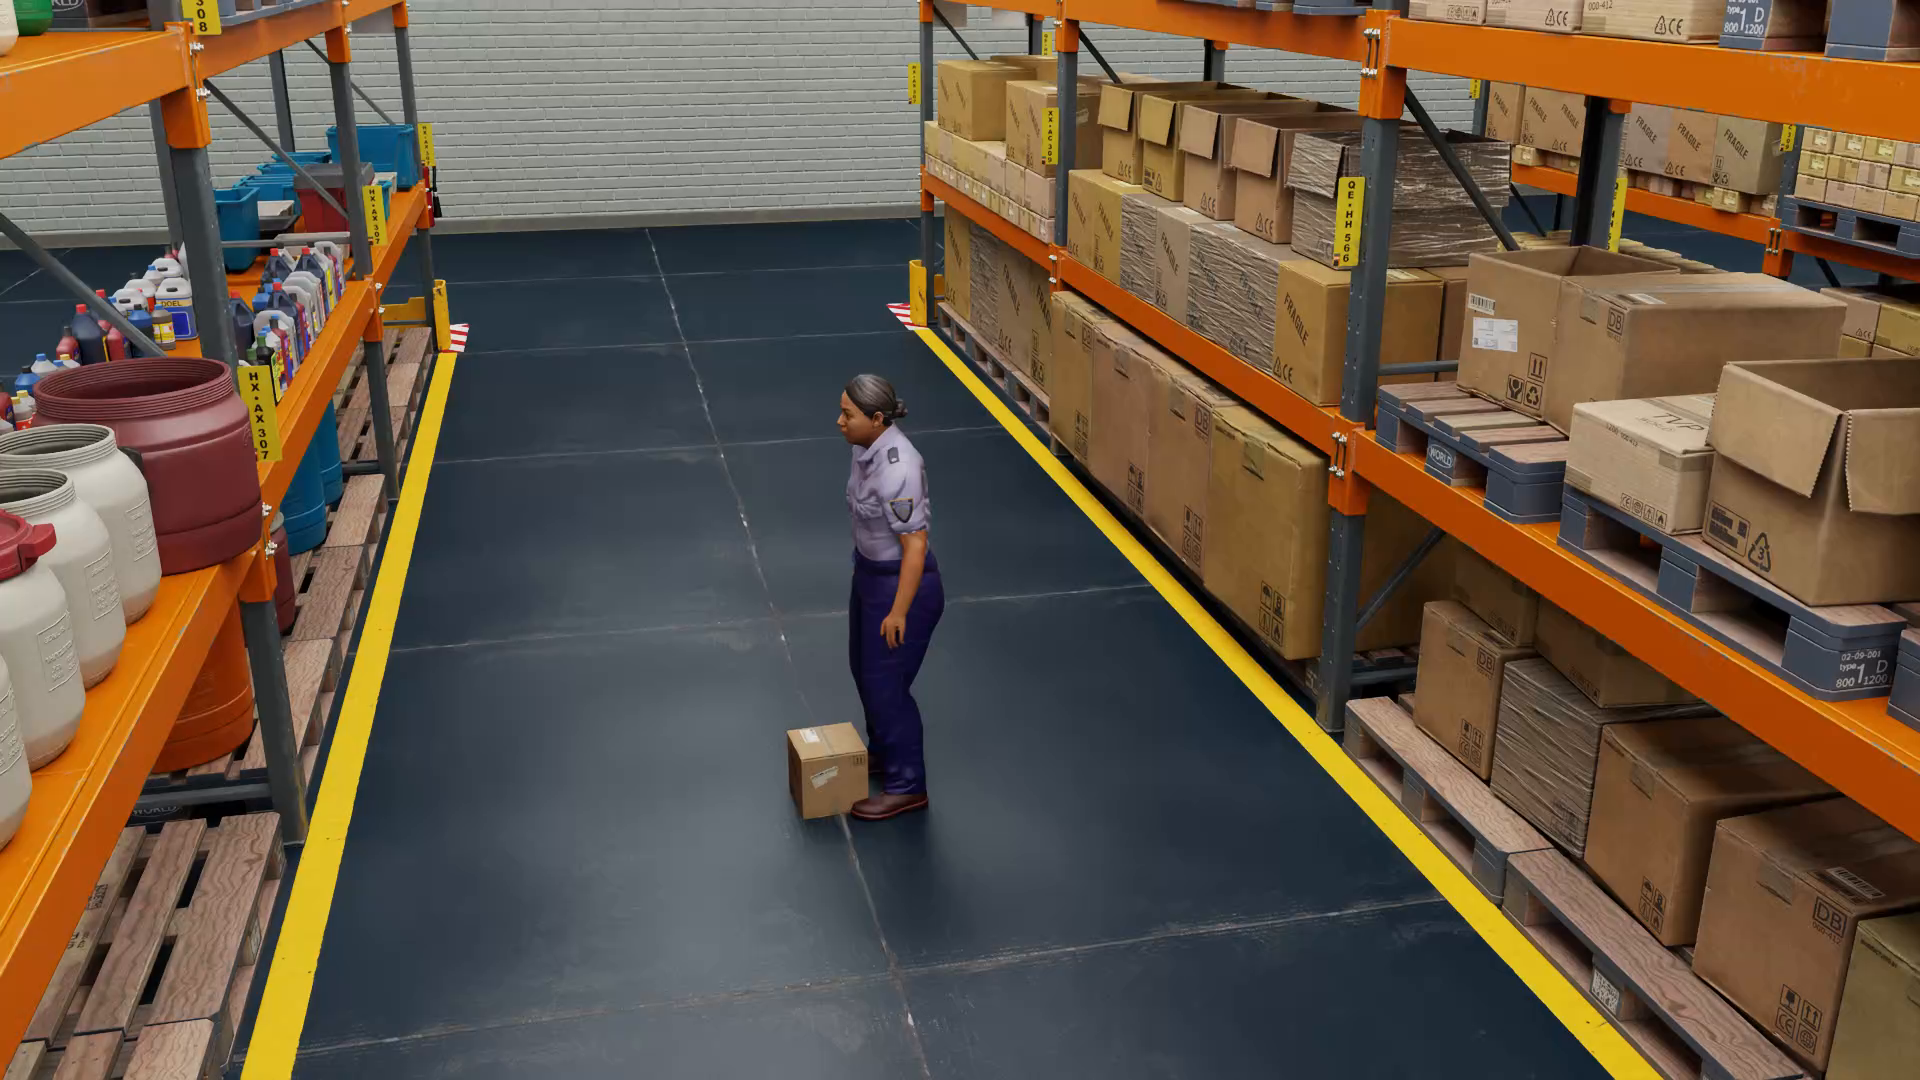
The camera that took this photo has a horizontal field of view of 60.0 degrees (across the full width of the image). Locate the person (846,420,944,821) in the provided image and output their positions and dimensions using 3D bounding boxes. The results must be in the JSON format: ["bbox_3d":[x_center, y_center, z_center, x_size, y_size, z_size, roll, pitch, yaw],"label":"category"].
[{"bbox_3d":[-0.267,0.268,6.096,0.369,1.476,0.554,-6,21,-15],"label":"person"}]
